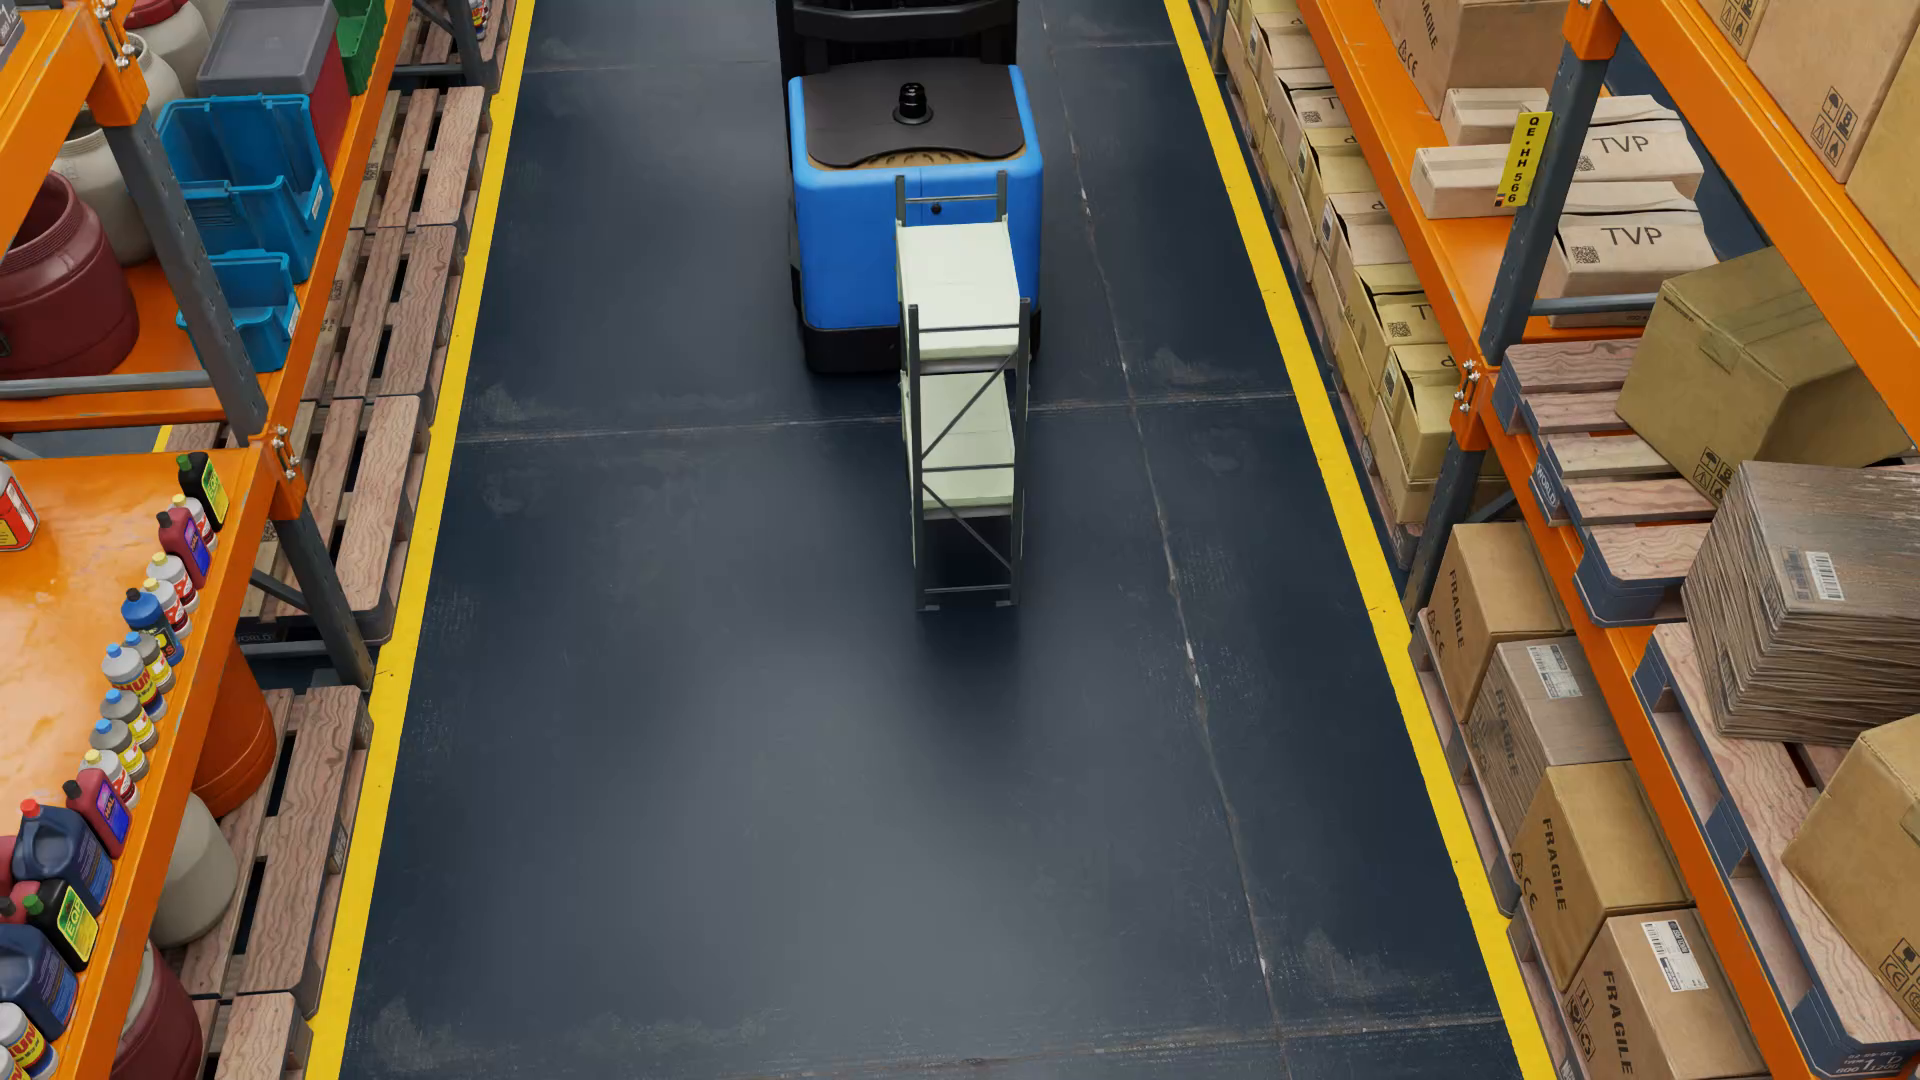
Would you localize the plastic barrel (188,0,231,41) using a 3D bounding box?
[{"bbox_3d":[-3.117,-2.176,6.651,0.433,0.535,0.433,0,47,0],"label":"plastic barrel"}]

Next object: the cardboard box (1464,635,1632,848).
[{"bbox_3d":[2.034,0.664,5.474,0.500,0.500,0.500,-5,47,-5],"label":"cardboard box"}]

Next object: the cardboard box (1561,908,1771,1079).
[{"bbox_3d":[2.120,1.404,4.773,0.500,0.500,0.500,-5,47,-5],"label":"cardboard box"}]

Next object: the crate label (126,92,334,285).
[{"bbox_3d":[-2.519,-1.219,5.814,0.502,0.435,0.616,-3,47,-3],"label":"crate label"}]

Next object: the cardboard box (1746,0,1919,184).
[{"bbox_3d":[2.344,-1.153,3.641,0.910,0.500,0.500,-3,47,-3],"label":"cardboard box"}]

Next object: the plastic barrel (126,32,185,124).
[{"bbox_3d":[-3.039,-1.546,6.071,0.421,0.512,0.421,0,47,0],"label":"plastic barrel"}]

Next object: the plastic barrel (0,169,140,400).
[{"bbox_3d":[-3.046,-0.836,5.382,0.600,0.536,0.708,-3,47,-3],"label":"plastic barrel"}]

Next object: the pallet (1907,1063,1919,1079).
[{"bbox_3d":[2.608,1.605,3.296,1.003,0.211,1.213,-3,47,-3],"label":"pallet"}]

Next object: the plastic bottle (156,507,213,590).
[{"bbox_3d":[-2.227,0.002,4.762,0.061,0.283,0.133,-3,47,-3],"label":"plastic bottle"}]

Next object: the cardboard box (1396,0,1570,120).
[{"bbox_3d":[2.074,-2.017,6.526,0.500,0.500,0.500,-6,47,-5],"label":"cardboard box"}]

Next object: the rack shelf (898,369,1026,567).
[{"bbox_3d":[-0.001,-0.296,6.447,0.431,0.370,0.720,-3,47,-3],"label":"rack shelf"}]

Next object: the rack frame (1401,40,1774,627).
[{"bbox_3d":[2.231,-0.770,5.413,1.000,3.000,0.127,-3,47,-3],"label":"rack frame"}]

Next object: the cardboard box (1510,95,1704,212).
[{"bbox_3d":[2.349,-1.398,6.069,0.500,0.311,0.500,-4,47,-4],"label":"cardboard box"}]

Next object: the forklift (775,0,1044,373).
[{"bbox_3d":[-0.310,-2.819,7.401,1.130,2.935,3.031,-4,47,-4],"label":"forklift"}]

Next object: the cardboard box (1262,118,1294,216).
[{"bbox_3d":[1.771,-1.811,8.004,0.500,0.250,0.500,-5,47,-5],"label":"cardboard box"}]

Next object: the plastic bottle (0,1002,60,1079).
[{"bbox_3d":[-2.117,1.115,3.717,0.097,0.271,0.097,0,47,0],"label":"plastic bottle"}]

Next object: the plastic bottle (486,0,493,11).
[{"bbox_3d":[-2.684,-3.070,9.164,0.152,0.276,0.135,-2,47,-2],"label":"plastic bottle"}]

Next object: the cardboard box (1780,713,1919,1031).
[{"bbox_3d":[2.357,0.671,3.691,0.700,0.500,0.500,-14,48,-13],"label":"cardboard box"}]

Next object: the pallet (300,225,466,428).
[{"bbox_3d":[-2.830,-0.956,7.510,1.003,0.211,1.213,-3,47,-3],"label":"pallet"}]

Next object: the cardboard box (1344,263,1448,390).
[{"bbox_3d":[1.892,-0.901,6.756,0.500,0.311,0.500,-4,47,-4],"label":"cardboard box"}]

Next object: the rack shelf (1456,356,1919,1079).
[{"bbox_3d":[2.399,0.925,4.304,1.077,0.370,4.000,-3,47,-3],"label":"rack shelf"}]

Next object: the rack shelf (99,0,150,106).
[{"bbox_3d":[-2.873,-2.703,5.673,1.077,0.370,4.000,-3,47,-3],"label":"rack shelf"}]

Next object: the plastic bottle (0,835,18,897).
[{"bbox_3d":[-2.279,0.805,4.002,0.061,0.283,0.133,-3,47,-3],"label":"plastic bottle"}]

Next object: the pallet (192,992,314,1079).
[{"bbox_3d":[-2.499,1.936,4.771,1.003,0.211,1.213,-3,47,-3],"label":"pallet"}]

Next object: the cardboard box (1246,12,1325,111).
[{"bbox_3d":[1.719,-2.379,8.155,0.500,0.311,0.500,-4,47,-4],"label":"cardboard box"}]

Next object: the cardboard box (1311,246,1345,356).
[{"bbox_3d":[1.858,-1.071,7.303,0.500,0.250,0.500,-3,47,-2],"label":"cardboard box"}]

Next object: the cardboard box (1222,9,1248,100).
[{"bbox_3d":[1.683,-2.556,8.709,0.500,0.250,0.500,-5,47,-4],"label":"cardboard box"}]

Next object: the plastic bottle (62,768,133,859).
[{"bbox_3d":[-2.151,0.662,4.137,0.061,0.283,0.133,-3,47,-3],"label":"plastic bottle"}]

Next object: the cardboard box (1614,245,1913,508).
[{"bbox_3d":[2.396,-0.500,4.799,0.700,0.500,0.500,-18,49,-16],"label":"cardboard box"}]

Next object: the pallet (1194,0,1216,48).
[{"bbox_3d":[1.871,-3.283,9.714,1.003,0.211,1.213,-3,47,-3],"label":"pallet"}]

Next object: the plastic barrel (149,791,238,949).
[{"bbox_3d":[-2.511,0.996,5.165,0.421,0.512,0.421,0,47,0],"label":"plastic barrel"}]

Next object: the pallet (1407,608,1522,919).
[{"bbox_3d":[2.256,0.732,5.912,1.003,0.211,1.213,-3,47,-3],"label":"pallet"}]

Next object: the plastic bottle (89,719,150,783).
[{"bbox_3d":[-2.187,0.538,4.312,0.097,0.201,0.097,0,47,0],"label":"plastic bottle"}]

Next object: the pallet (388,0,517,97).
[{"bbox_3d":[-3.055,-2.895,9.346,1.003,0.211,1.213,-3,47,-3],"label":"pallet"}]

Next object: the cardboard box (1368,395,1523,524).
[{"bbox_3d":[1.944,-0.335,6.605,0.500,0.250,0.500,-2,47,-2],"label":"cardboard box"}]

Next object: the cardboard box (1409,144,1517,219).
[{"bbox_3d":[1.880,-1.317,6.105,0.380,0.149,0.250,-3,47,-3],"label":"cardboard box"}]

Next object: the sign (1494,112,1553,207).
[{"bbox_3d":[1.678,-1.132,4.959,0.100,0.325,0.005,-3,47,-3],"label":"sign"}]

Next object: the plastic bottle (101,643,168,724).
[{"bbox_3d":[-2.203,0.373,4.420,0.097,0.271,0.097,0,47,0],"label":"plastic bottle"}]

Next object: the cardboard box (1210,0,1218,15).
[{"bbox_3d":[1.640,-3.185,9.305,0.500,0.250,0.500,-3,47,-3],"label":"cardboard box"}]

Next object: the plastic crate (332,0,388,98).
[{"bbox_3d":[-2.613,-2.050,6.771,0.450,0.188,0.662,-3,47,-3],"label":"plastic crate"}]

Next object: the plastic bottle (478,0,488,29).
[{"bbox_3d":[-2.638,-2.885,9.041,0.097,0.201,0.097,0,47,0],"label":"plastic bottle"}]

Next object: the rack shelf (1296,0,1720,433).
[{"bbox_3d":[2.064,-1.969,7.045,1.077,0.370,4.000,-3,47,-3],"label":"rack shelf"}]

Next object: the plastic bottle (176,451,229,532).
[{"bbox_3d":[-2.246,-0.165,4.920,0.061,0.283,0.133,-3,47,-3],"label":"plastic bottle"}]

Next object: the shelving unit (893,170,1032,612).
[{"bbox_3d":[-0.001,-0.521,6.210,0.431,1.500,0.755,-3,47,-3],"label":"shelving unit"}]

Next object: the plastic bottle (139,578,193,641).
[{"bbox_3d":[-2.227,0.186,4.645,0.097,0.201,0.097,0,47,0],"label":"plastic bottle"}]

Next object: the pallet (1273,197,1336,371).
[{"bbox_3d":[2.102,-1.290,7.826,1.003,0.211,1.213,-3,47,-3],"label":"pallet"}]

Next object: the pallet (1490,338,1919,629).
[{"bbox_3d":[2.358,-0.218,5.022,1.213,0.211,1.003,-3,47,-3],"label":"pallet"}]

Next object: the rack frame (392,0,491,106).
[{"bbox_3d":[-3.040,-3.365,7.871,1.000,3.000,0.127,-3,47,-3],"label":"rack frame"}]

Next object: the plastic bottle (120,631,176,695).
[{"bbox_3d":[-2.211,0.326,4.512,0.097,0.201,0.097,0,47,0],"label":"plastic bottle"}]

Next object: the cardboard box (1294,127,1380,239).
[{"bbox_3d":[1.813,-1.629,7.445,0.500,0.311,0.500,-2,47,-2],"label":"cardboard box"}]

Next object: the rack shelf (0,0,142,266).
[{"bbox_3d":[-2.538,0.191,2.932,1.077,0.370,4.000,-3,47,-3],"label":"rack shelf"}]

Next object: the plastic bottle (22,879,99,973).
[{"bbox_3d":[-2.124,0.893,3.919,0.061,0.283,0.133,-3,47,-3],"label":"plastic bottle"}]

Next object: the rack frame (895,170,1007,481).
[{"bbox_3d":[-0.031,-0.785,6.461,0.400,1.500,0.023,-3,47,-3],"label":"rack frame"}]
